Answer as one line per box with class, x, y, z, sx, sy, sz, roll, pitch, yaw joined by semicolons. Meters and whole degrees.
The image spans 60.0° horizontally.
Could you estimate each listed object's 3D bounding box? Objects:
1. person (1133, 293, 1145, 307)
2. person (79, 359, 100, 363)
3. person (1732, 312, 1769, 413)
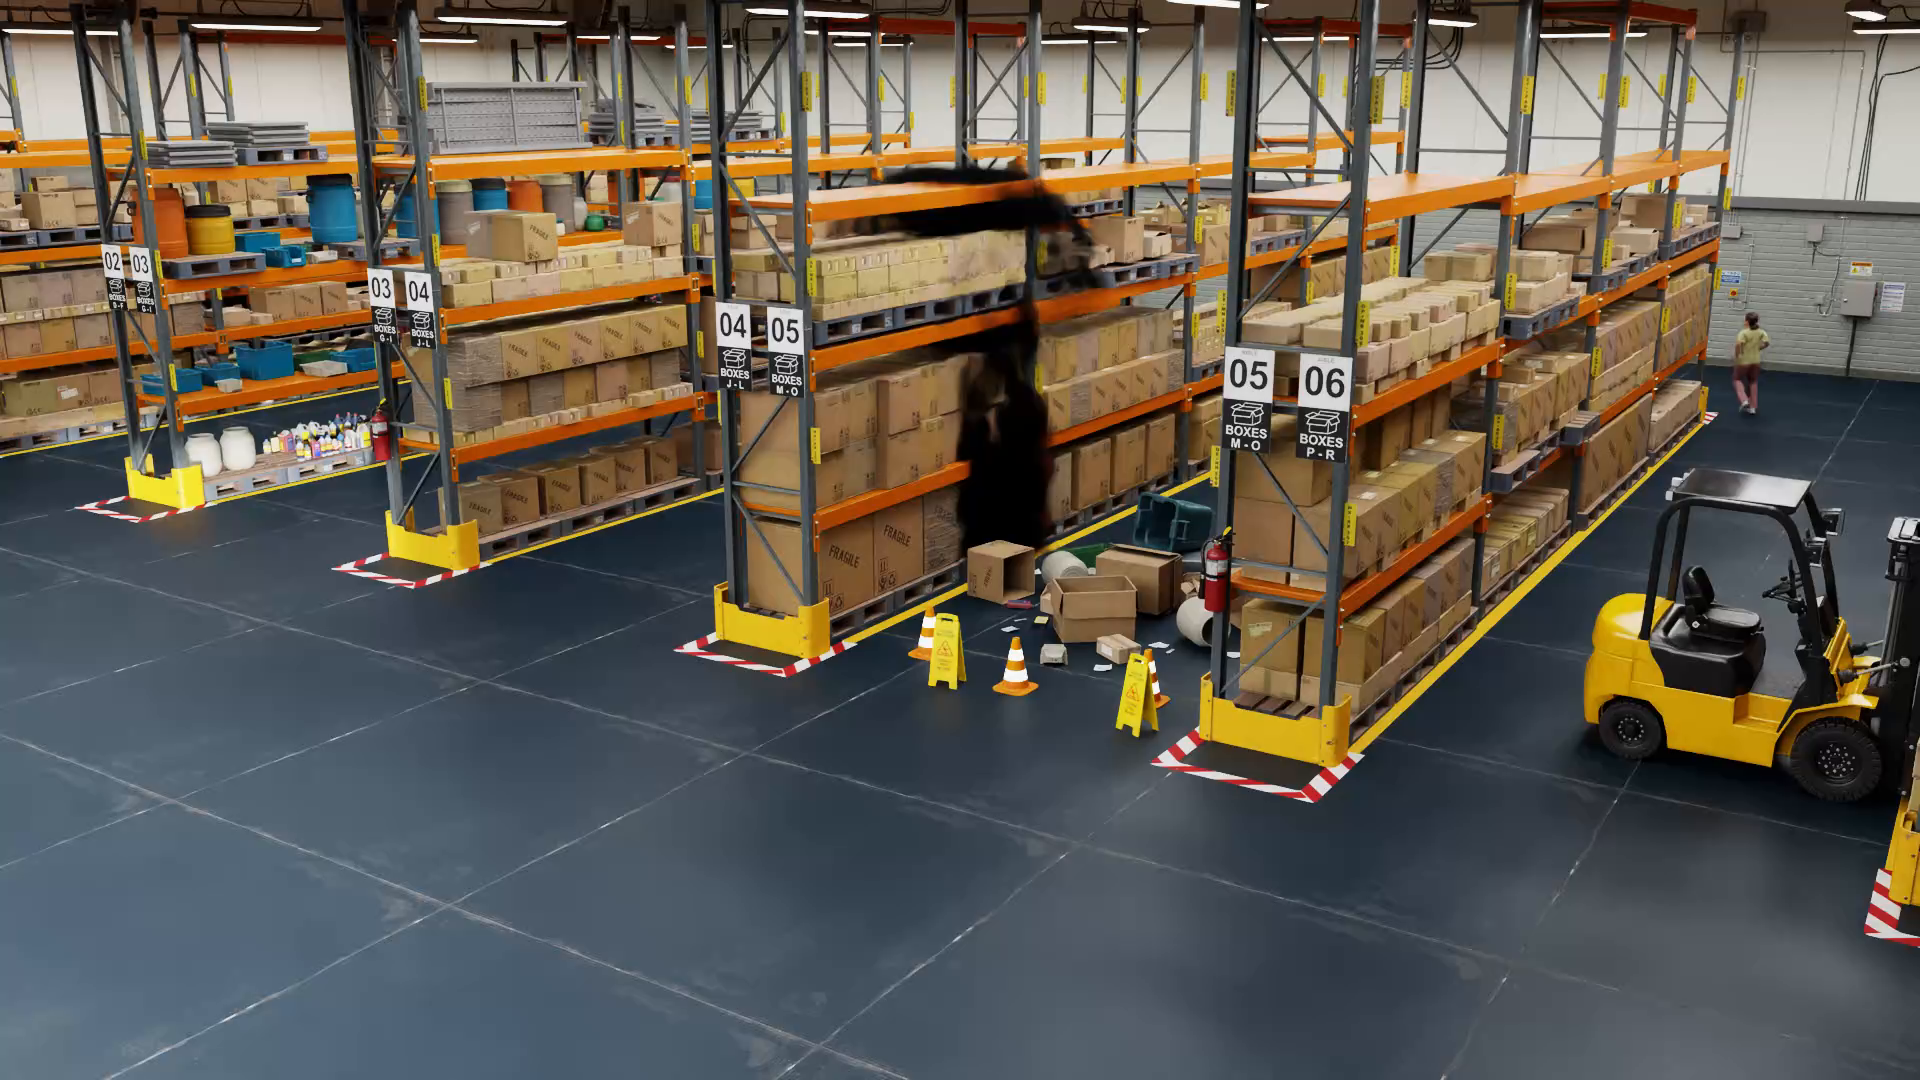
person;3.364;-4.596;32.624;0.558;1.626;0.678;-10;18;-31
person;-14.273;-3.061;27.358;0.559;1.576;0.695;6;17;22
person;12.443;-2.797;26.327;0.598;1.623;0.555;1;16;3
